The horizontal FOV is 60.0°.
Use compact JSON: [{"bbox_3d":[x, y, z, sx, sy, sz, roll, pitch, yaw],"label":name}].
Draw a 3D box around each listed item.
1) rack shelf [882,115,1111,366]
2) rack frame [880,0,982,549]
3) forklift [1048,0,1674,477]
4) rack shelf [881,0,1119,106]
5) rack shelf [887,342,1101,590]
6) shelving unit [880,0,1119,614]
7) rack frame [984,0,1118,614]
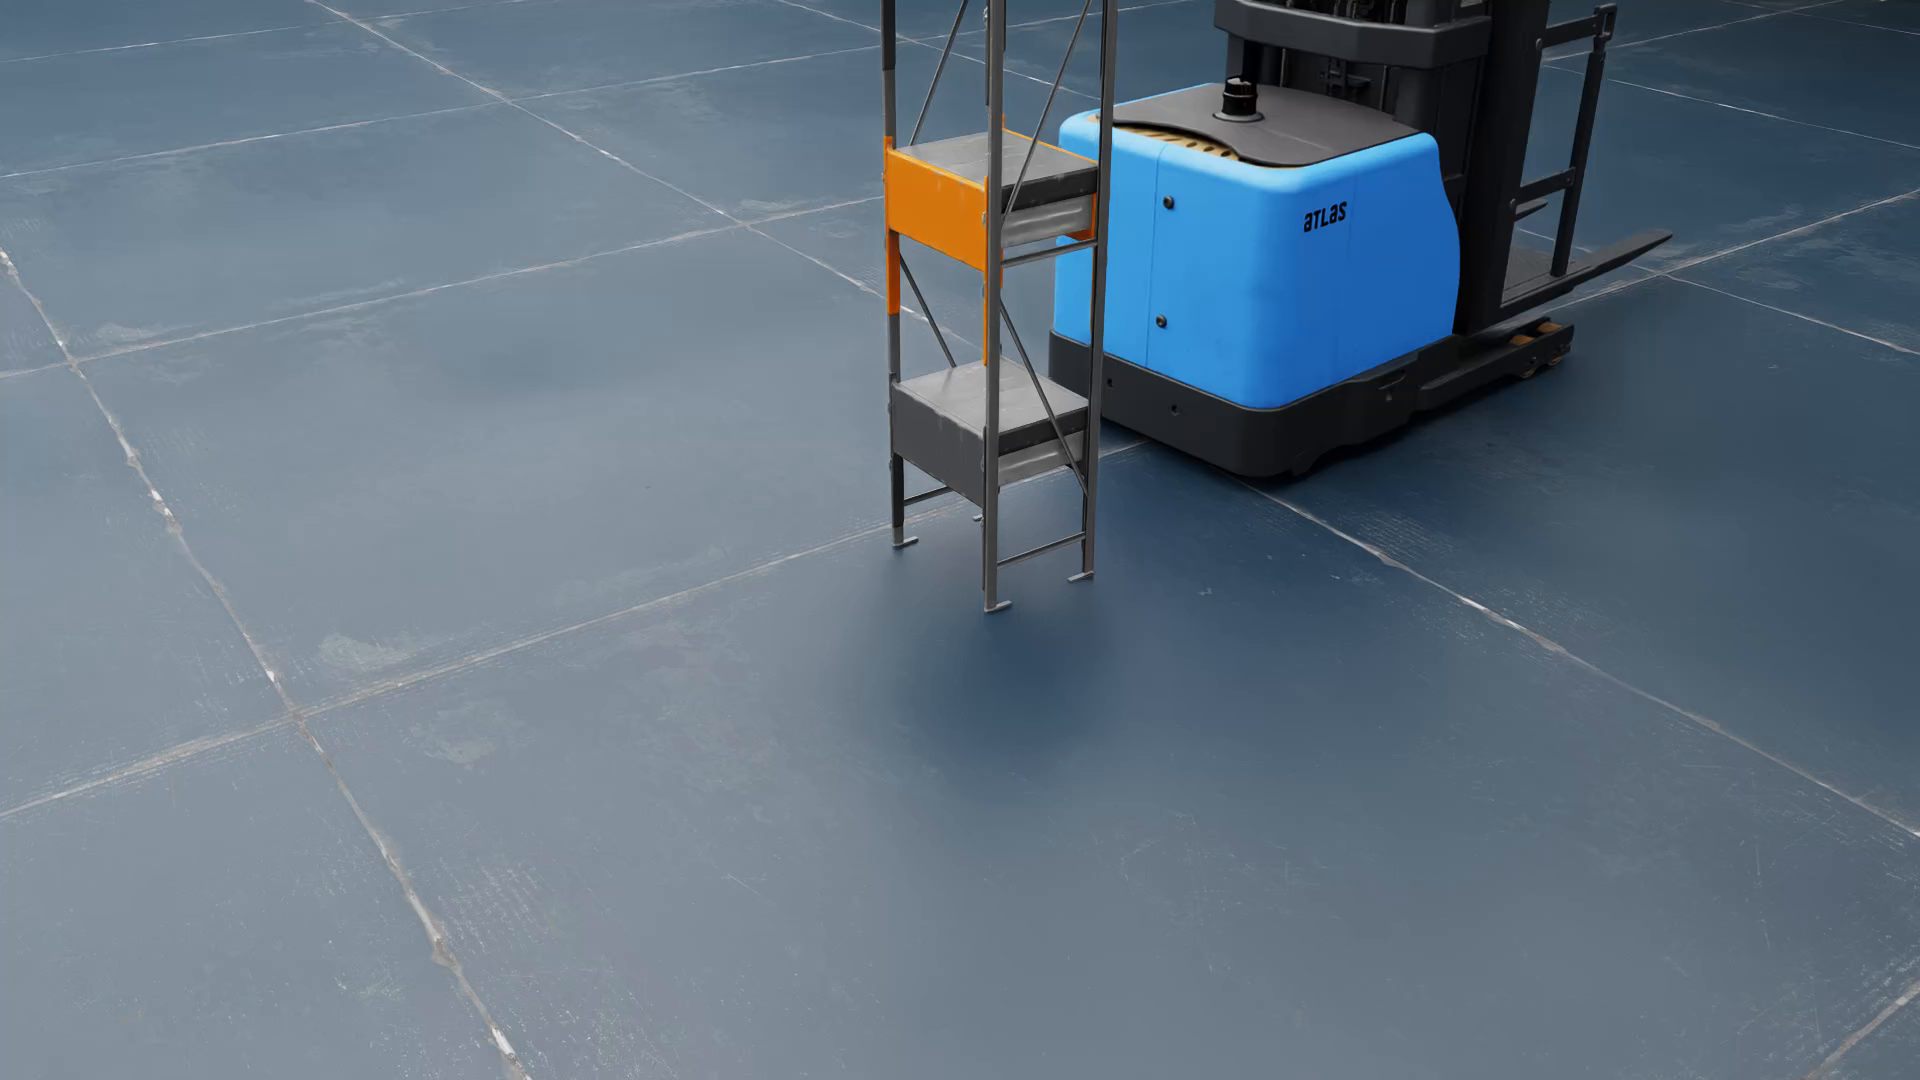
[{"bbox_3d":[0.096,-0.846,4.637,0.431,0.518,0.480,-19,34,-31],"label":"rack shelf"},{"bbox_3d":[-0.046,-0.953,4.805,0.400,2.100,0.015,-19,34,-31],"label":"rack frame"},{"bbox_3d":[1.761,-2.076,6.002,3.031,2.935,1.130,-23,36,-36],"label":"forklift"},{"bbox_3d":[0.096,-1.461,4.303,0.431,0.518,0.480,-19,34,-31],"label":"rack shelf"},{"bbox_3d":[0.096,-0.231,4.971,0.431,0.518,0.480,-19,34,-31],"label":"rack shelf"},{"bbox_3d":[0.096,-0.858,4.630,0.431,2.100,0.503,-19,34,-31],"label":"shelving unit"},{"bbox_3d":[0.238,-0.763,4.456,0.400,2.100,0.015,-19,34,-31],"label":"rack frame"}]
